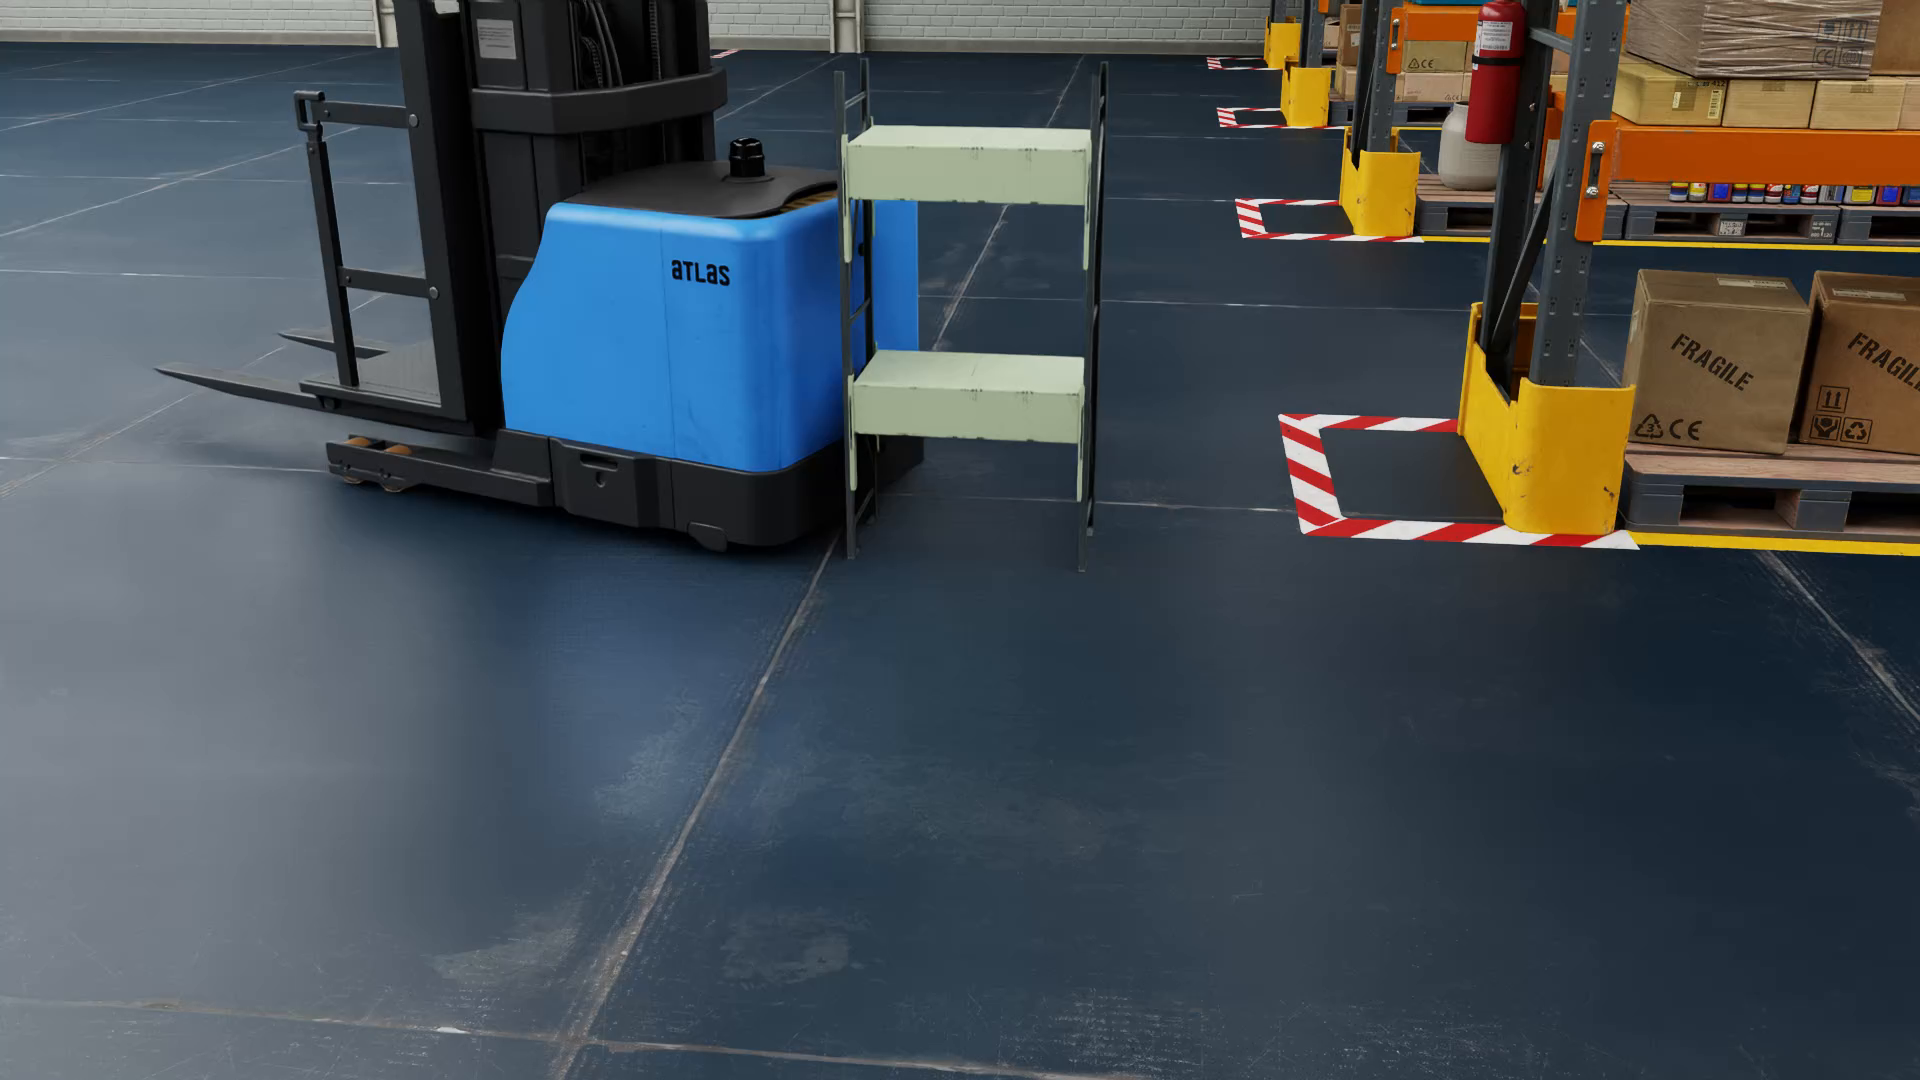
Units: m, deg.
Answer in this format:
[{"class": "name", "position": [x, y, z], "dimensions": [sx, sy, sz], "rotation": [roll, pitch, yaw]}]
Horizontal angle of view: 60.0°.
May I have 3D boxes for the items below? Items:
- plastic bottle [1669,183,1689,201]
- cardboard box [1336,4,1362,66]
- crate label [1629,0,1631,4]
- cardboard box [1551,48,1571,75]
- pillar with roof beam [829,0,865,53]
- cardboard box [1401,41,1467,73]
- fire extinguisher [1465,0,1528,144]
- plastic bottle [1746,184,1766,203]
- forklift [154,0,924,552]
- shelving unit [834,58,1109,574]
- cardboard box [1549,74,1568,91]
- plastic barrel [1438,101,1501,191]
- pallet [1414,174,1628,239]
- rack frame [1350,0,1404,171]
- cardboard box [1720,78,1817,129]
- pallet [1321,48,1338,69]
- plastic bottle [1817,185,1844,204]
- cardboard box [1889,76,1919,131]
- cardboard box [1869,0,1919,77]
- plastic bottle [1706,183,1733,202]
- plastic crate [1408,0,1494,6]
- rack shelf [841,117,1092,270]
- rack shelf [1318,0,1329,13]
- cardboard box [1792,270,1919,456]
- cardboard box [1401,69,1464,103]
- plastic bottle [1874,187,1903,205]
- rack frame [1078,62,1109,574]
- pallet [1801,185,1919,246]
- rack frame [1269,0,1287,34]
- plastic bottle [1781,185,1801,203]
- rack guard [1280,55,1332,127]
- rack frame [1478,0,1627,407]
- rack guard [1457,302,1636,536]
[{"class": "plastic bottle", "position": [4.332, -2.181, 9.990], "dimensions": [0.097, 0.271, 0.097], "rotation": [0, 22, 0]}, {"class": "cardboard box", "position": [3.723, -4.597, 15.136], "dimensions": [0.500, 0.500, 0.500], "rotation": [2, 22, 6]}, {"class": "crate label", "position": [4.428, -3.473, 10.097], "dimensions": [0.616, 0.435, 0.502], "rotation": [2, 22, 6]}, {"class": "cardboard box", "position": [5.151, -4.341, 14.489], "dimensions": [0.500, 0.500, 0.500], "rotation": [2, 22, 6]}, {"class": "pillar with roof beam", "position": [-1.934, -8.818, 15.504], "dimensions": [0.400, 9.000, 9.100], "rotation": [2, 22, 6]}, {"class": "cardboard box", "position": [4.158, -4.386, 14.602], "dimensions": [0.500, 0.500, 0.500], "rotation": [2, 22, 6]}, {"class": "fire extinguisher", "position": [1.926, -1.766, 5.933], "dimensions": [0.183, 0.674, 0.296], "rotation": [2, 22, 6]}, {"class": "plastic bottle", "position": [4.772, -2.162, 9.941], "dimensions": [0.097, 0.271, 0.097], "rotation": [0, 22, 0]}, {"class": "forklift", "position": [-1.679, -1.688, 5.723], "dimensions": [3.031, 2.935, 1.130], "rotation": [11, 24, 25]}, {"class": "shelving unit", "position": [0.044, -0.685, 5.132], "dimensions": [0.755, 1.500, 0.431], "rotation": [3, 22, 8]}, {"class": "cardboard box", "position": [5.151, -3.993, 14.628], "dimensions": [0.500, 0.250, 0.500], "rotation": [2, 22, 6]}, {"class": "plastic barrel", "position": [3.231, -2.475, 10.434], "dimensions": [0.421, 0.512, 0.421], "rotation": [0, 22, 0]}, {"class": "pallet", "position": [3.456, -2.118, 10.509], "dimensions": [1.213, 0.211, 1.003], "rotation": [2, 22, 6]}, {"class": "rack frame", "position": [2.568, -3.438, 10.055], "dimensions": [0.127, 3.000, 1.000], "rotation": [2, 22, 6]}, {"class": "cardboard box", "position": [2.486, -1.395, 5.231], "dimensions": [0.250, 0.149, 0.380], "rotation": [2, 22, 6]}, {"class": "pallet", "position": [4.612, -5.707, 19.587], "dimensions": [1.213, 0.211, 1.003], "rotation": [2, 22, 6]}, {"class": "plastic bottle", "position": [5.195, -2.156, 9.919], "dimensions": [0.135, 0.276, 0.152], "rotation": [3, 22, 7]}, {"class": "cardboard box", "position": [2.984, -1.376, 5.181], "dimensions": [0.250, 0.149, 0.380], "rotation": [2, 22, 6]}, {"class": "cardboard box", "position": [3.039, -1.802, 5.378], "dimensions": [0.500, 0.500, 0.875], "rotation": [2, 22, 6]}, {"class": "plastic bottle", "position": [4.555, -2.170, 9.946], "dimensions": [0.133, 0.283, 0.061], "rotation": [3, 22, 7]}, {"class": "plastic crate", "position": [3.101, -3.456, 10.304], "dimensions": [0.616, 0.251, 0.499], "rotation": [2, 22, 6]}, {"class": "rack shelf", "position": [0.044, -1.048, 4.988], "dimensions": [0.720, 0.370, 0.431], "rotation": [3, 22, 8]}, {"class": "rack shelf", "position": [5.141, -4.825, 14.542], "dimensions": [4.000, 0.370, 1.077], "rotation": [2, 22, 6]}, {"class": "cardboard box", "position": [3.201, -0.616, 5.746], "dimensions": [0.500, 0.500, 0.500], "rotation": [8, 23, 20]}, {"class": "cardboard box", "position": [4.158, -4.038, 14.742], "dimensions": [0.500, 0.250, 0.500], "rotation": [2, 22, 6]}, {"class": "plastic bottle", "position": [5.510, -2.129, 9.840], "dimensions": [0.133, 0.283, 0.061], "rotation": [4, 22, 10]}, {"class": "rack frame", "position": [0.407, -0.666, 5.084], "dimensions": [0.023, 1.500, 0.400], "rotation": [3, 22, 8]}, {"class": "pallet", "position": [5.879, -2.012, 10.242], "dimensions": [1.213, 0.211, 1.003], "rotation": [2, 22, 6]}, {"class": "rack frame", "position": [3.734, -7.055, 19.204], "dimensions": [0.127, 3.000, 1.000], "rotation": [2, 22, 6]}, {"class": "plastic bottle", "position": [4.973, -2.153, 9.919], "dimensions": [0.097, 0.271, 0.097], "rotation": [0, 22, 0]}, {"class": "rack guard", "position": [3.131, -4.084, 15.091], "dimensions": [0.348, 0.500, 1.175], "rotation": [2, 22, 6]}, {"class": "rack frame", "position": [1.986, -1.629, 5.481], "dimensions": [0.127, 3.000, 1.000], "rotation": [2, 22, 6]}, {"class": "rack guard", "position": [2.061, -0.464, 5.932], "dimensions": [0.348, 0.500, 1.175], "rotation": [2, 22, 6]}]
